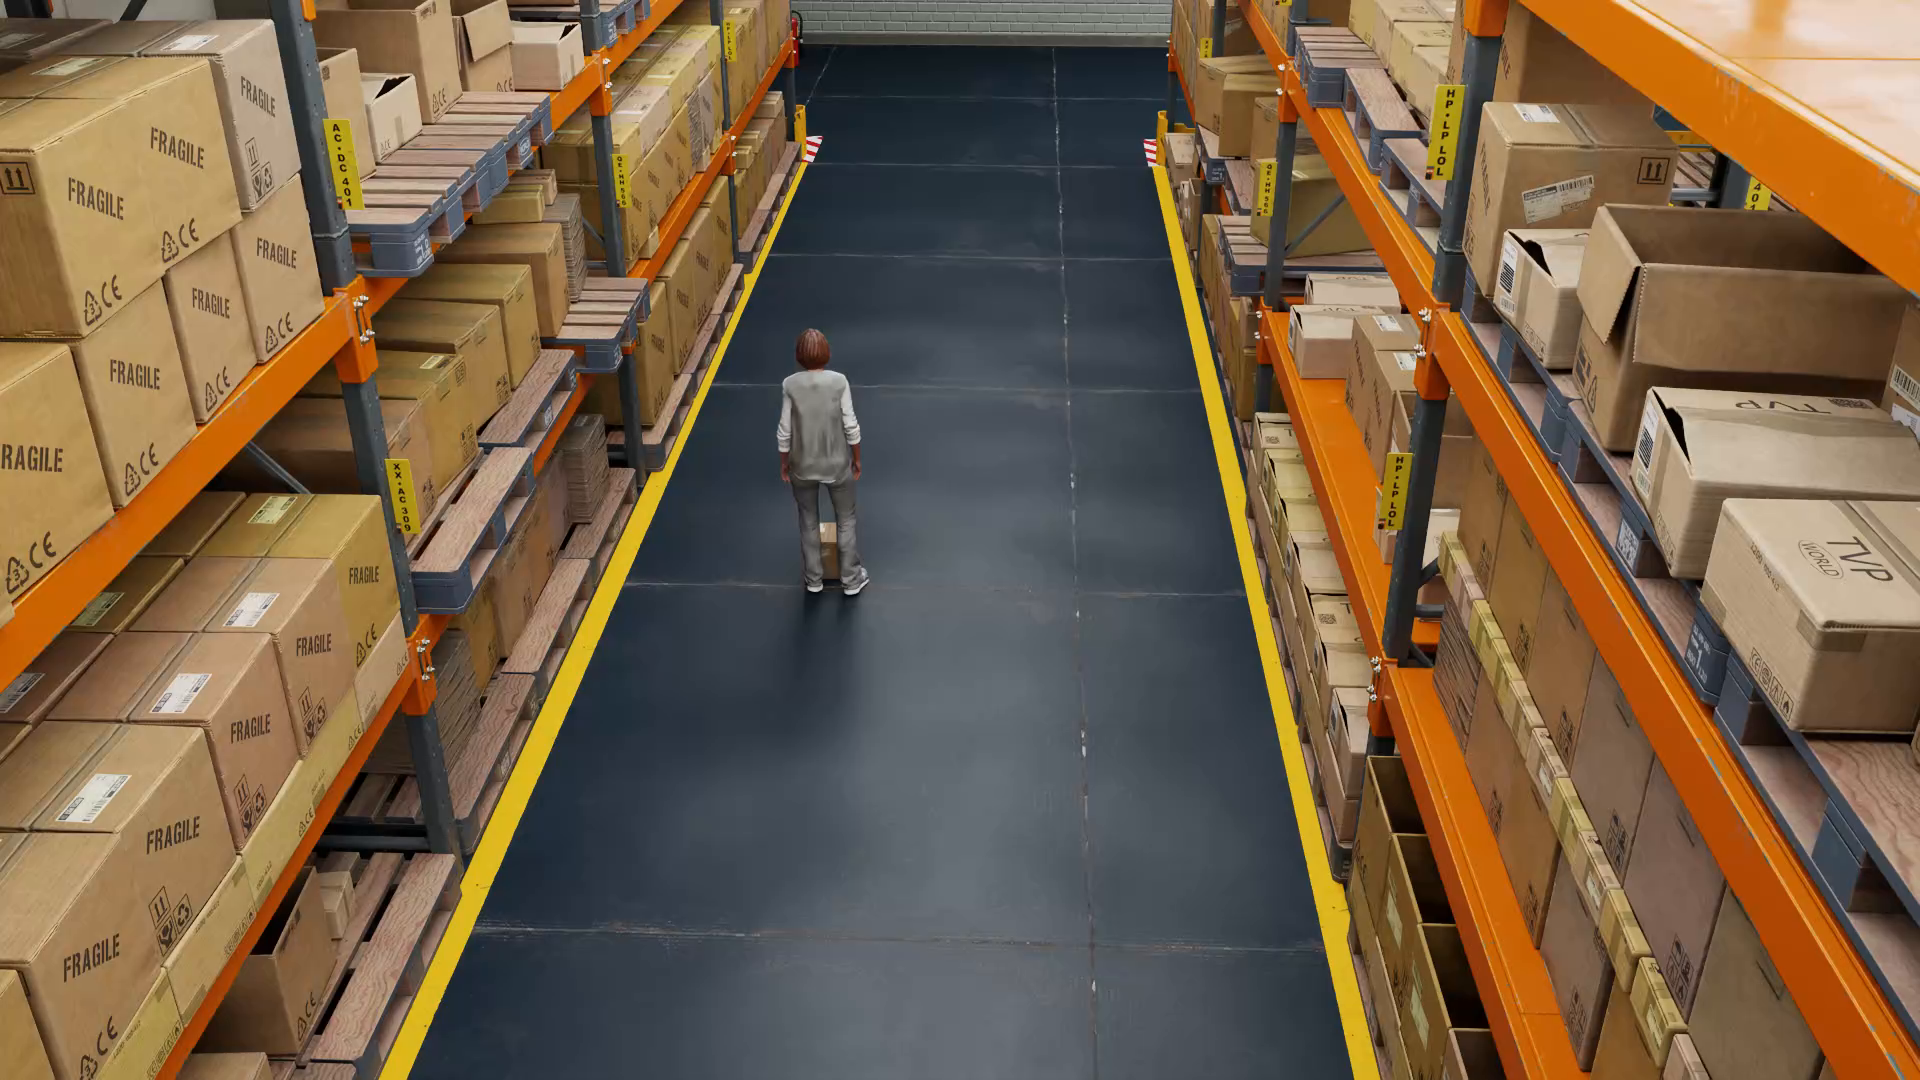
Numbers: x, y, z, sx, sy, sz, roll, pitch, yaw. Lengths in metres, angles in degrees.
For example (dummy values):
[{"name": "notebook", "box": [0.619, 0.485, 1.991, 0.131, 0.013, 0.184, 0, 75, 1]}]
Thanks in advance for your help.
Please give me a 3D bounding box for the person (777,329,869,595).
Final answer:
[{"name": "person", "box": [-0.782, -0.422, 9.416, 0.485, 1.593, 0.374, -1, 28, -1]}]
